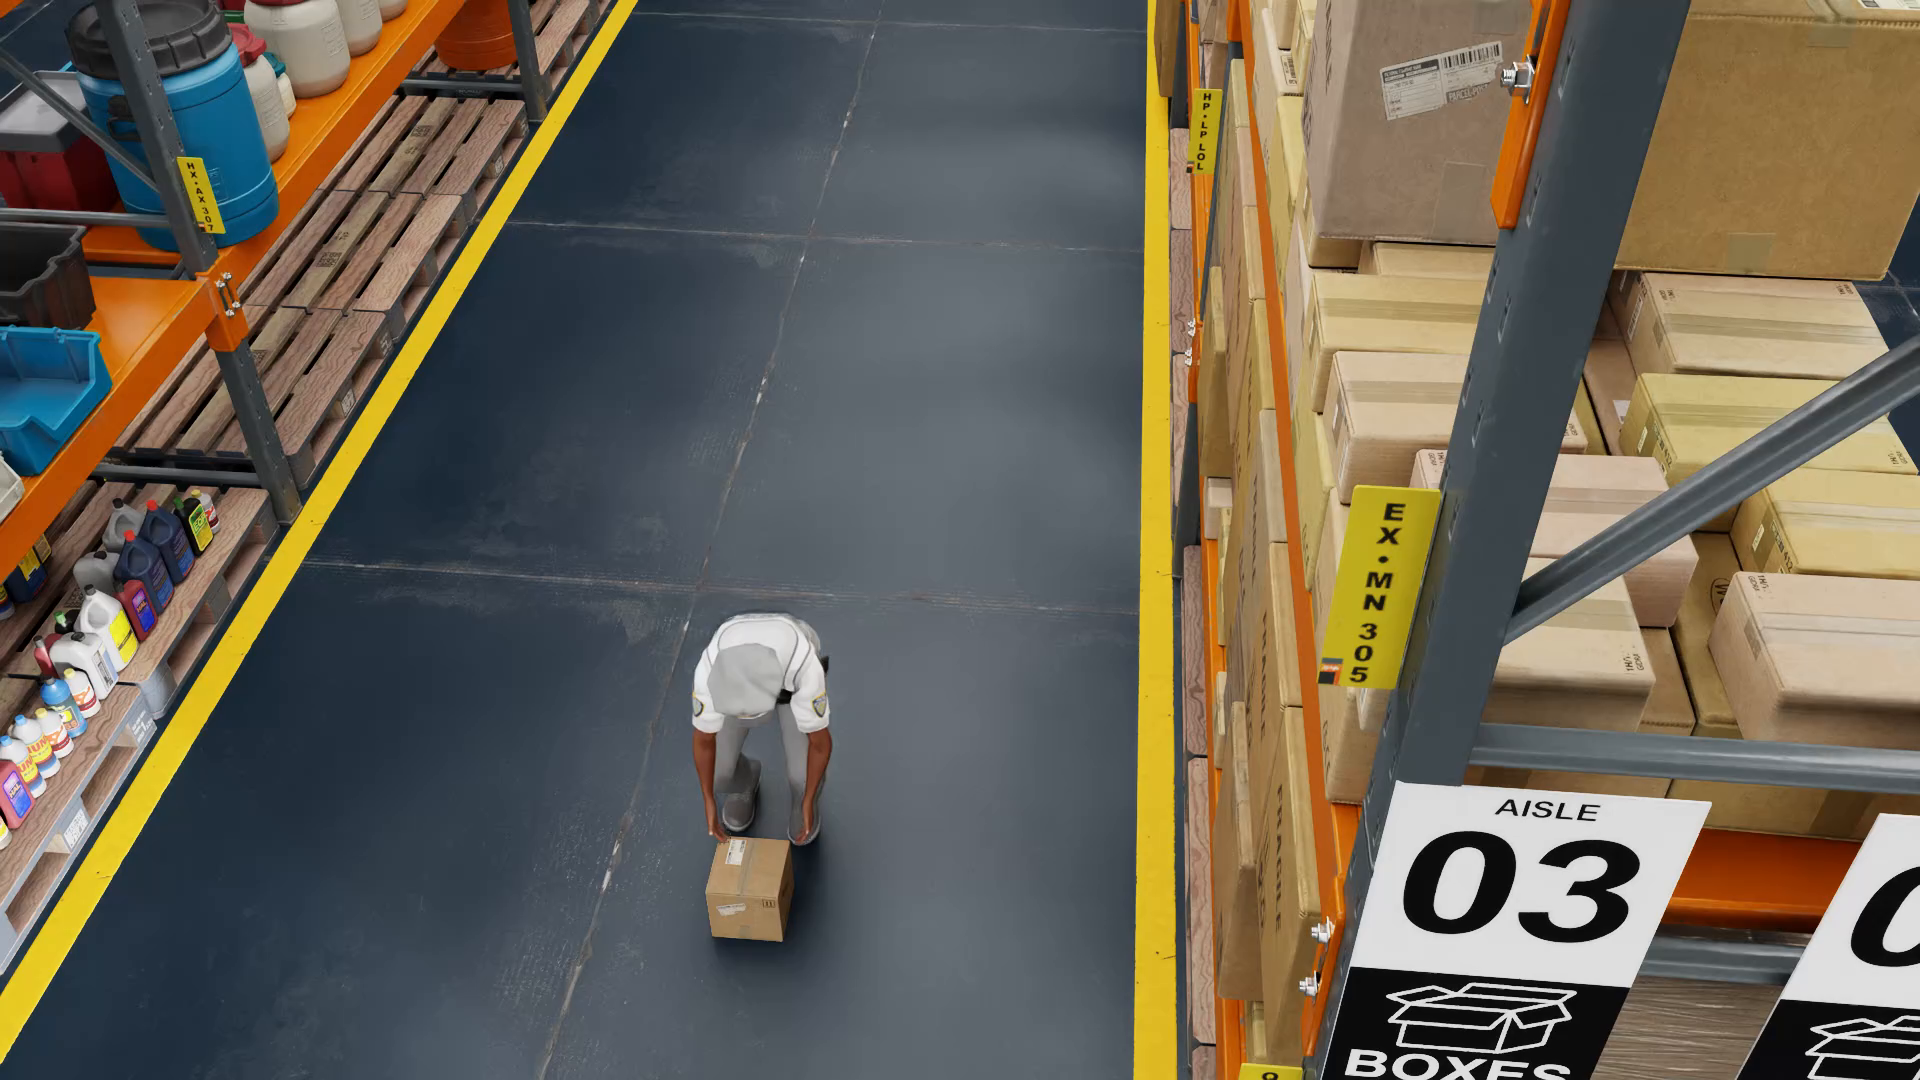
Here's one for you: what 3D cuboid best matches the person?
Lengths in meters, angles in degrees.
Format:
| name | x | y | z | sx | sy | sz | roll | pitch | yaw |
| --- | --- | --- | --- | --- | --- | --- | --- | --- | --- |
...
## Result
| name | x | y | z | sx | sy | sz | roll | pitch | yaw |
| --- | --- | --- | --- | --- | --- | --- | --- | --- | --- |
| person | -0.671 | 0.636 | 5.819 | 0.498 | 1.135 | 0.820 | 3 | 40 | 4 |
